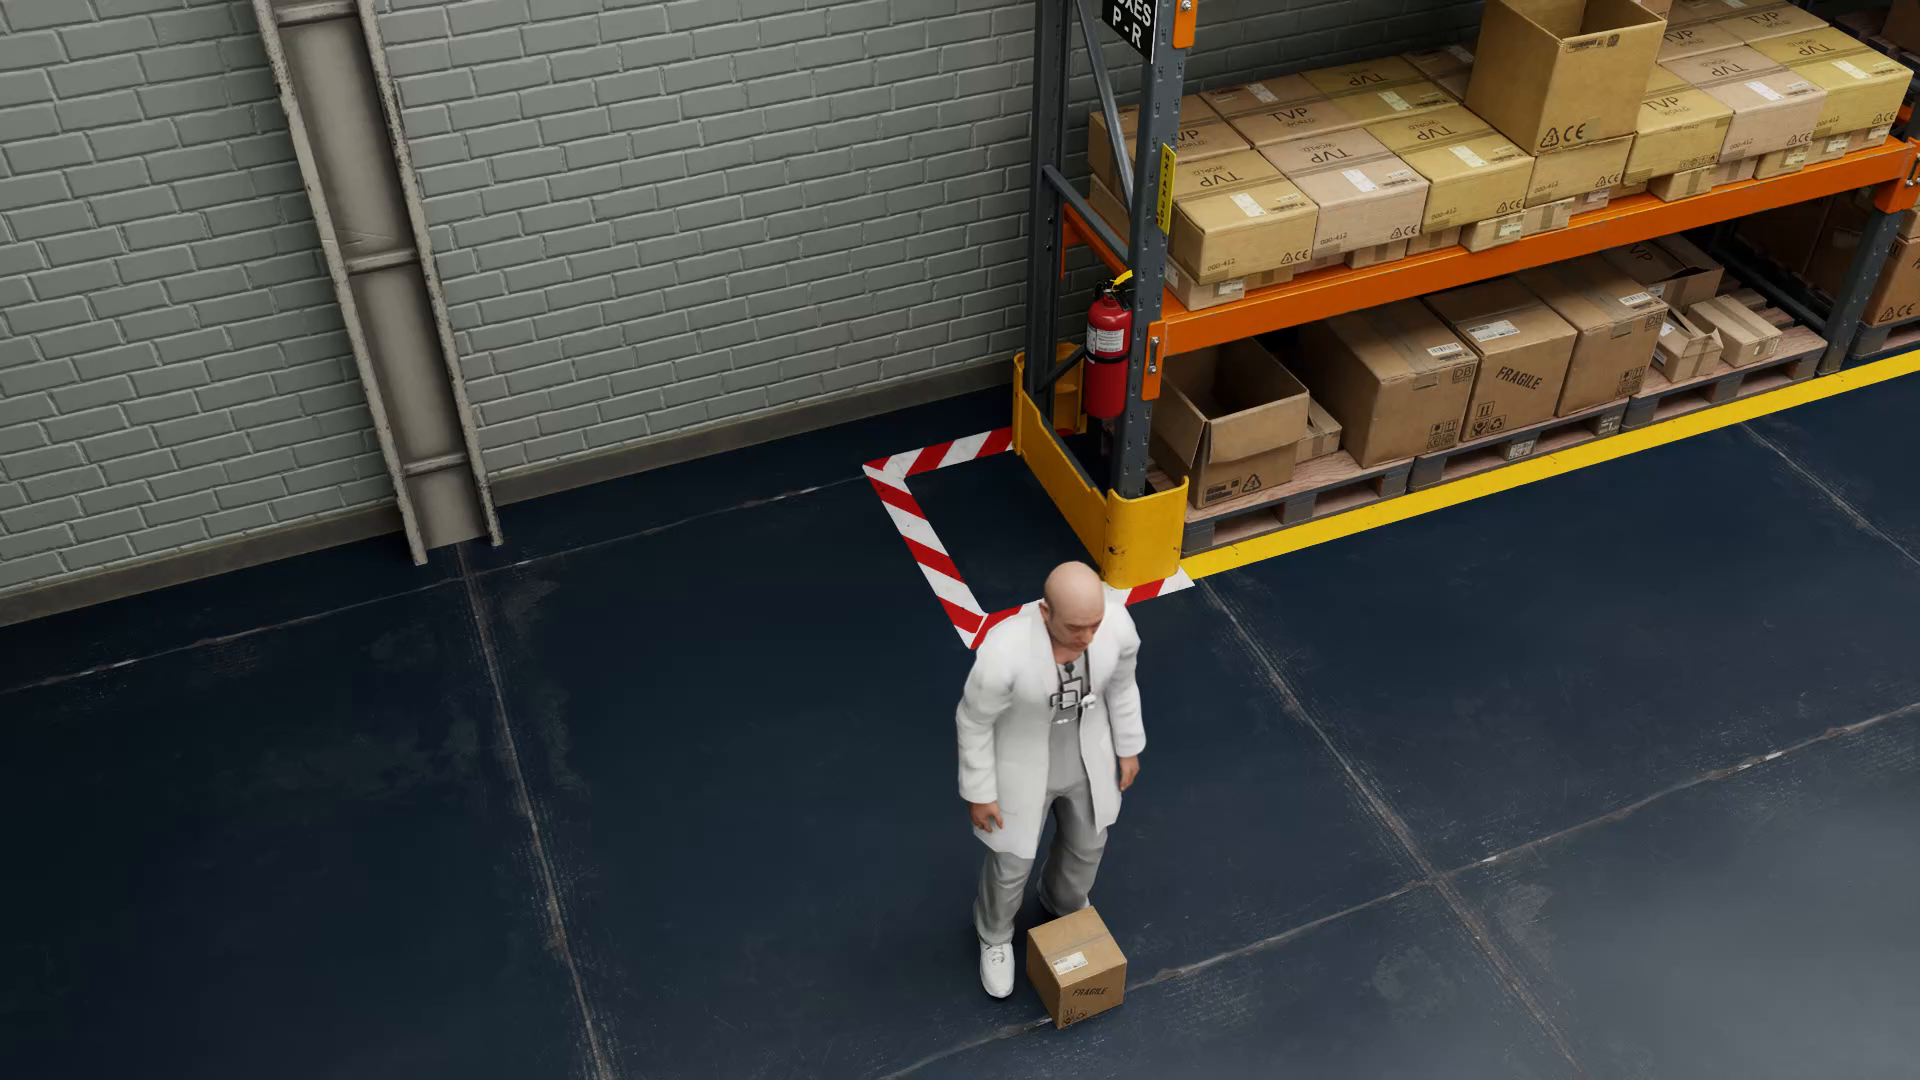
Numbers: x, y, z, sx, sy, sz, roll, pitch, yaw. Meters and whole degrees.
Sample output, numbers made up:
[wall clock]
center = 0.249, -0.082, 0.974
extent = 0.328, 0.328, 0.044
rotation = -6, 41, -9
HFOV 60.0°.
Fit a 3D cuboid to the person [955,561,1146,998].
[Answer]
[person]
center = 0.293, 0.730, 5.332
extent = 0.642, 1.770, 0.422
rotation = -15, 43, -17
